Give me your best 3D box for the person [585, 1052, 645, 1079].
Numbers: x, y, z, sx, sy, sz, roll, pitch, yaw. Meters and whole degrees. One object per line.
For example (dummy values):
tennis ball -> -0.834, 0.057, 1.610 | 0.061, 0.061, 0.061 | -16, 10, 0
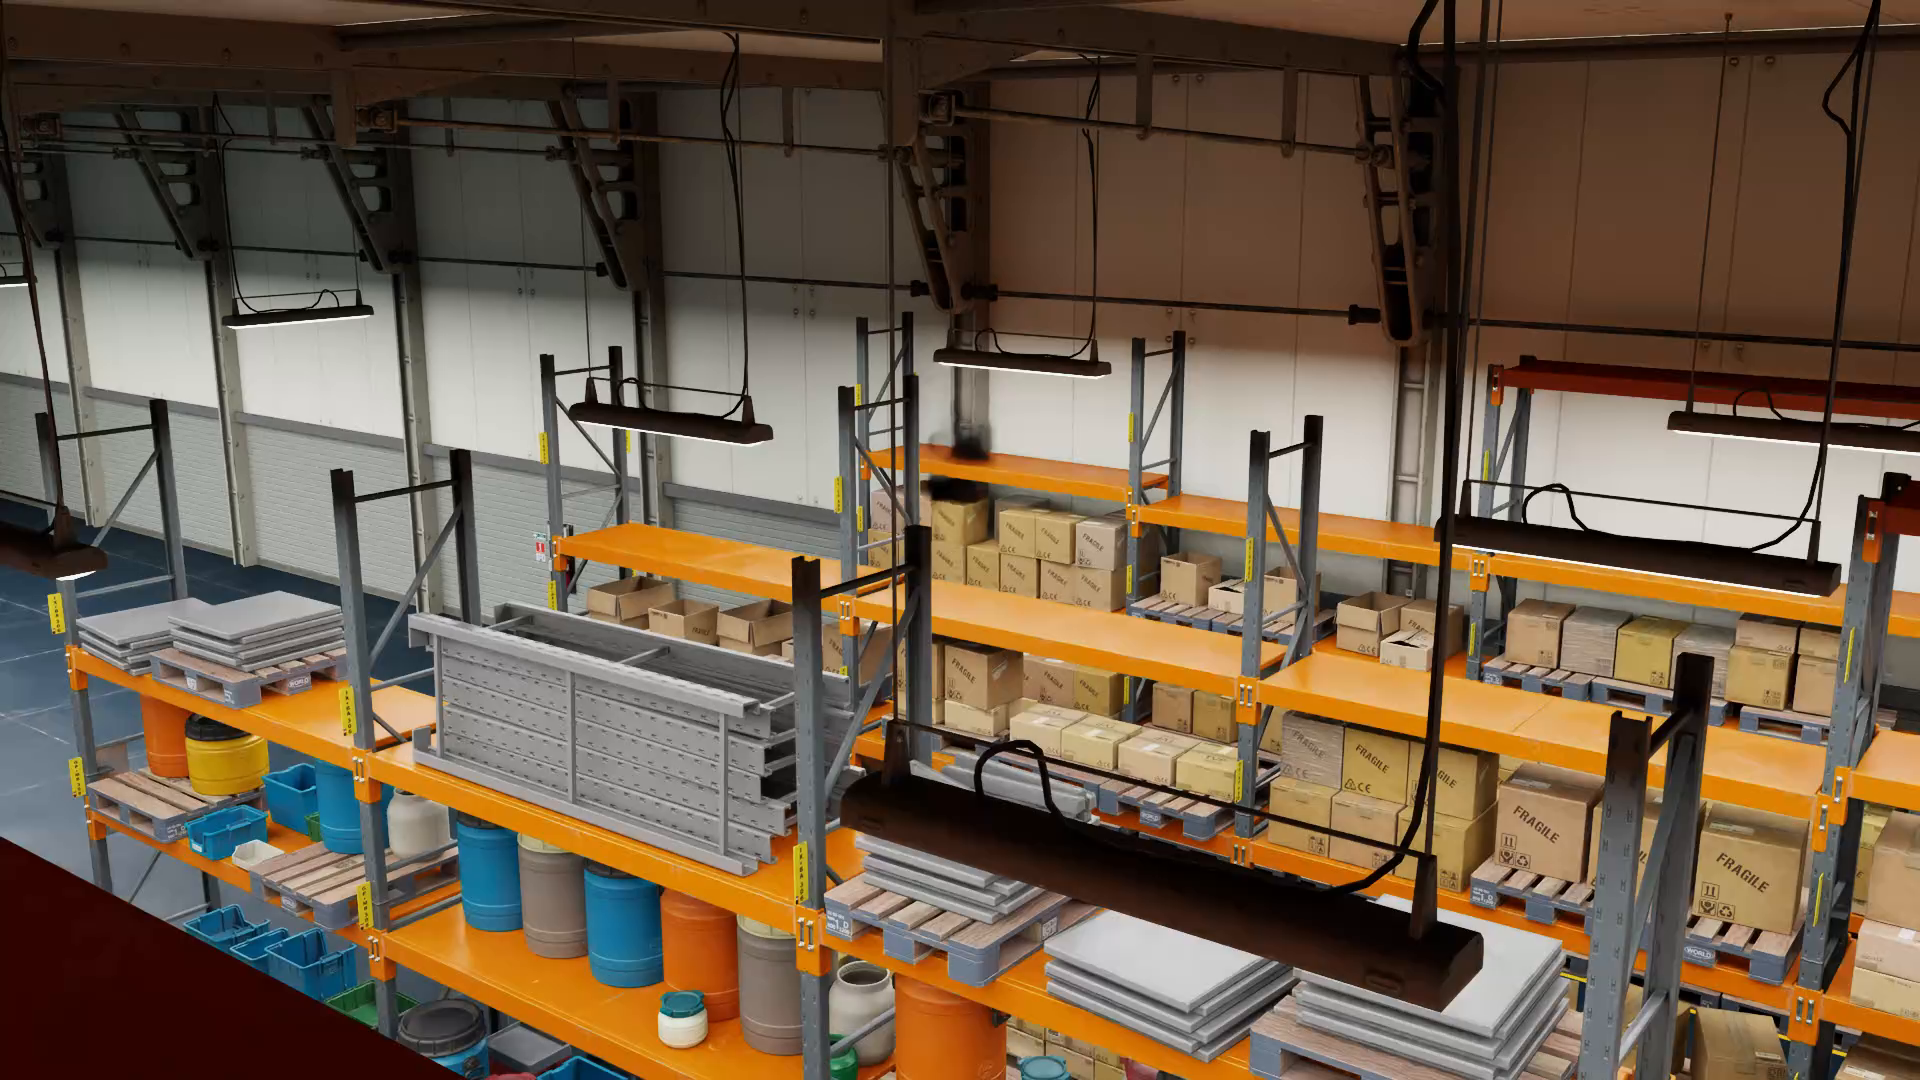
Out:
person -> -2.920, 4.158, 13.902 | 0.782, 1.593, 0.547 | 8, 15, 30
